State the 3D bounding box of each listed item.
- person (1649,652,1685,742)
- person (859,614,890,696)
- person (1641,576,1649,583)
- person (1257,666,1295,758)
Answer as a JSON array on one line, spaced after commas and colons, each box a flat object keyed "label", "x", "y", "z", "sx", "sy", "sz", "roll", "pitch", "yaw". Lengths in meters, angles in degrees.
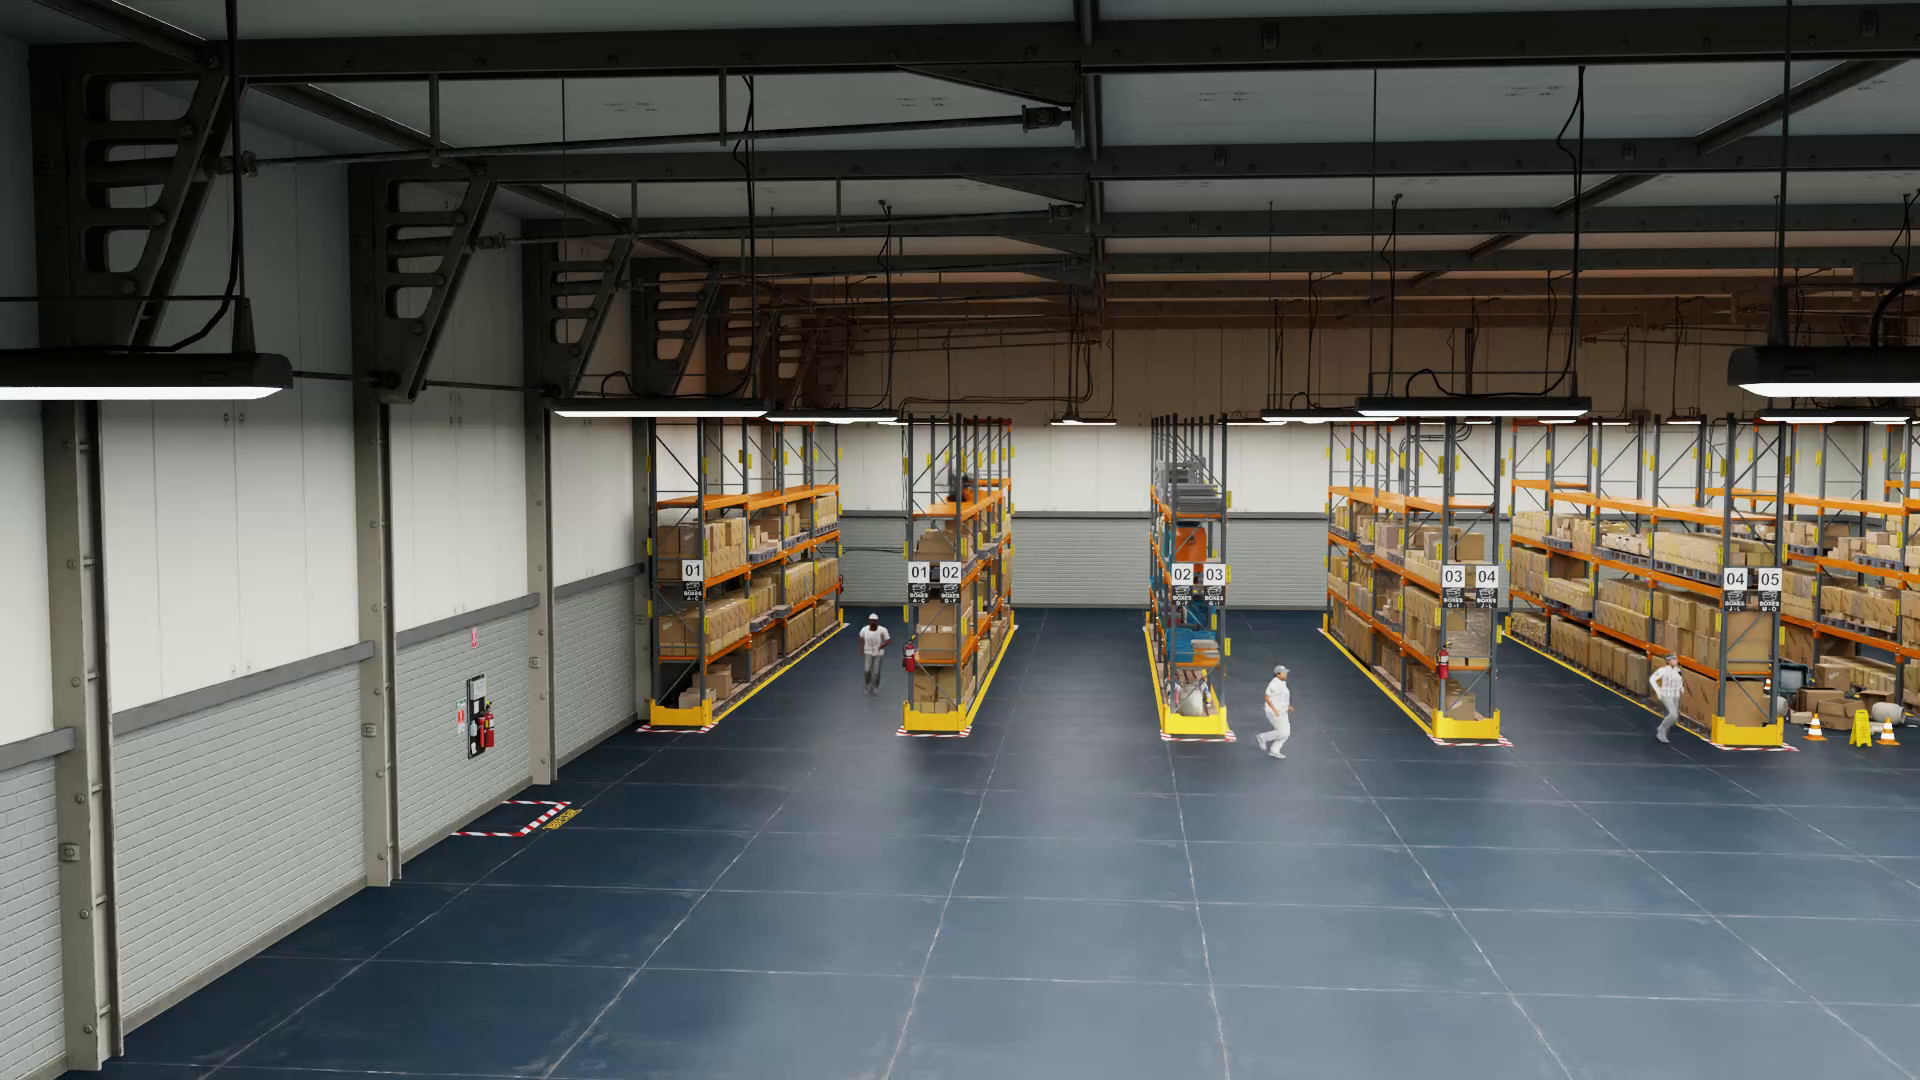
[{"label": "person", "x": 12.913, "y": 2.850, "z": 30.228, "sx": 0.599, "sy": 1.655, "sz": 0.595, "roll": -1, "pitch": 4, "yaw": -19}, {"label": "person", "x": -1.827, "y": 2.436, "z": 35.257, "sx": 0.697, "sy": 1.753, "sz": 0.672, "roll": 0, "pitch": 4, "yaw": 4}, {"label": "person", "x": 19.558, "y": 1.685, "z": 47.149, "sx": 0.798, "sy": 1.815, "sz": 0.733, "roll": 1, "pitch": 4, "yaw": 18}, {"label": "person", "x": 5.492, "y": 2.983, "z": 28.914, "sx": 0.580, "sy": 1.621, "sz": 0.600, "roll": 2, "pitch": 5, "yaw": 32}]
